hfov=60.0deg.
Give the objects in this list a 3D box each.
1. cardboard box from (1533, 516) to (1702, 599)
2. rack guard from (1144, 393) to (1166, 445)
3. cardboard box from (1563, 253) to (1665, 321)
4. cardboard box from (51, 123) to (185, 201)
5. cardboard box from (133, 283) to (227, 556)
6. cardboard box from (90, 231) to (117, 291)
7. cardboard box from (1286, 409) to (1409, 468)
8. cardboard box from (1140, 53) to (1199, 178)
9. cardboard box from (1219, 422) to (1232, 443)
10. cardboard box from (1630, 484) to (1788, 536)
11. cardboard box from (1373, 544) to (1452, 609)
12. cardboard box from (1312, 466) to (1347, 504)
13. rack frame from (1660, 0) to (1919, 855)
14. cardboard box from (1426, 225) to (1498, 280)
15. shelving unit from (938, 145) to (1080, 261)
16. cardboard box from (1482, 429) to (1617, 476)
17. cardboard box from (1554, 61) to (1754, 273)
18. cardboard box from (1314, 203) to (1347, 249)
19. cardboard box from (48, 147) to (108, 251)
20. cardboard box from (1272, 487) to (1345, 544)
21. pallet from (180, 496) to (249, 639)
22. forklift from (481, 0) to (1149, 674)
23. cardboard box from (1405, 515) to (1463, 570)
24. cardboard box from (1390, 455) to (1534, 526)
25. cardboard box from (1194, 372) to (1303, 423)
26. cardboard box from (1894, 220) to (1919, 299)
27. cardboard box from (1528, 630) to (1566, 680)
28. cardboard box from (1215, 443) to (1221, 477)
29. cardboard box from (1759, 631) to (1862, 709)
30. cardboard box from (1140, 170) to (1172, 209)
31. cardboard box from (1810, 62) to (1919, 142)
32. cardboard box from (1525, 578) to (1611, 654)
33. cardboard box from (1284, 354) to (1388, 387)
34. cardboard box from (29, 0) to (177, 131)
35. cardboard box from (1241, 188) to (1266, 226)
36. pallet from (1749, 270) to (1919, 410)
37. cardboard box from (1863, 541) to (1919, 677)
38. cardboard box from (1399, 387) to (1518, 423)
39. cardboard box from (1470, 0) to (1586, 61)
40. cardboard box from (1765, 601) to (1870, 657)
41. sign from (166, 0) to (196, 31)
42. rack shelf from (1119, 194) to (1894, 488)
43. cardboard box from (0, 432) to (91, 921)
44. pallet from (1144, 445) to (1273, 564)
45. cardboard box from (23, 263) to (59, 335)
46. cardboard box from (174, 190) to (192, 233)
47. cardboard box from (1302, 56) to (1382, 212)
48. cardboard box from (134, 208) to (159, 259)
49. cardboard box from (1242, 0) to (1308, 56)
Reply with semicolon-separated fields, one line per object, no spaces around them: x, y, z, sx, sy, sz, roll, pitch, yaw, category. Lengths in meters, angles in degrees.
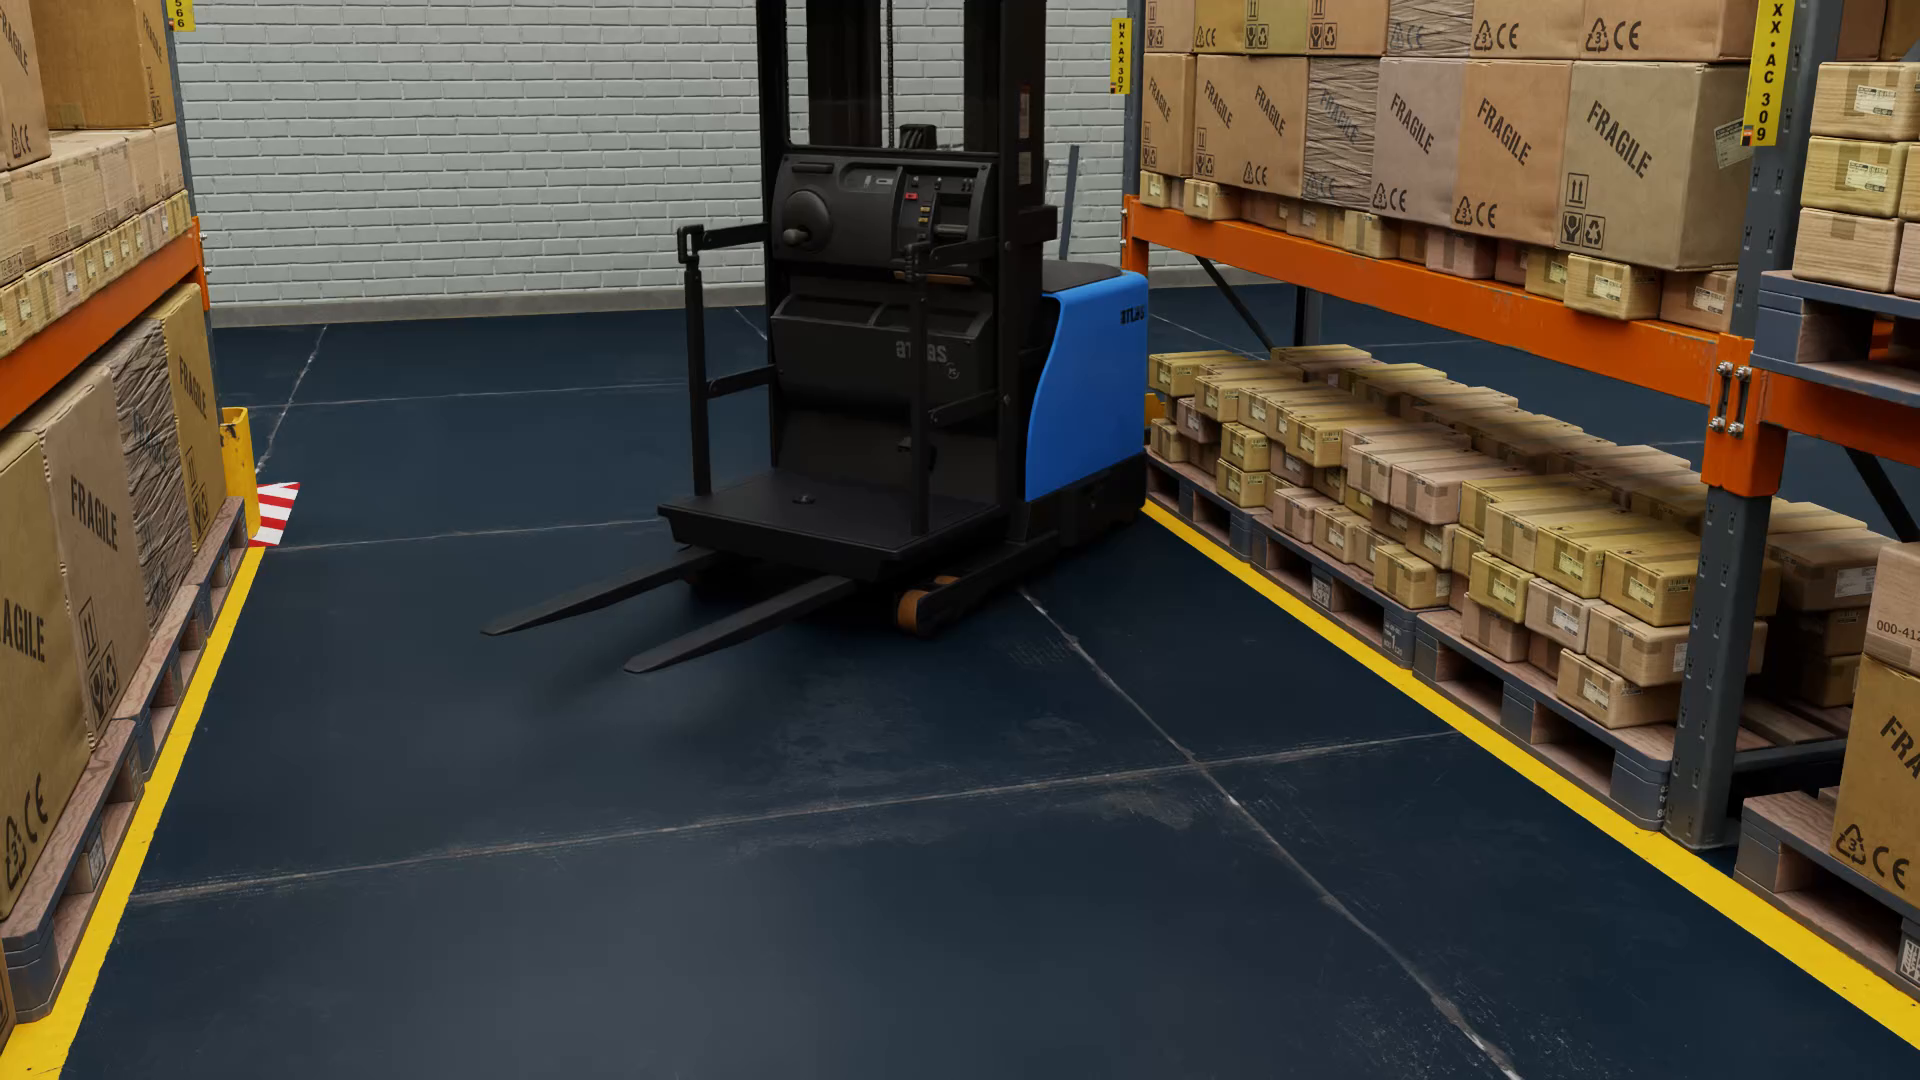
1.887;0.047;4.772;0.380;0.149;0.250;-4;17;-15;cardboard box
1.265;-0.575;7.996;1.175;0.500;0.348;-5;17;-15;rack guard
1.864;-0.689;4.469;0.380;0.149;0.250;-5;17;-17;cardboard box
-3.164;-1.386;6.097;0.500;0.250;0.500;-5;17;-16;cardboard box
-3.300;-0.442;6.171;0.875;0.875;0.875;-5;17;-15;cardboard box
-2.718;-0.813;4.882;0.380;0.149;0.250;-4;17;-14;cardboard box
1.442;-0.379;6.192;0.380;0.149;0.250;-4;17;-14;cardboard box
1.102;-1.837;7.164;0.500;0.500;0.500;-4;17;-13;cardboard box
1.315;-0.465;6.995;0.380;0.149;0.250;-4;17;-15;cardboard box
2.313;-0.066;5.149;0.380;0.149;0.250;-5;17;-16;cardboard box
1.624;0.110;5.598;0.380;0.149;0.250;-5;17;-15;cardboard box
1.560;-0.248;6.272;0.380;0.149;0.250;-4;17;-12;cardboard box
2.344;-0.686;4.023;1.000;3.000;0.127;-5;17;-15;rack frame
1.698;-0.914;5.217;0.380;0.149;0.250;-5;18;-18;cardboard box
0.184;-1.149;8.097;0.538;1.500;1.048;8;18;10;shelving unit
2.073;-0.282;5.868;0.380;0.149;0.250;-5;18;-18;cardboard box
1.939;-0.988;4.337;0.500;0.500;0.500;-5;17;-15;cardboard box
1.496;-1.130;5.935;0.380;0.149;0.250;-4;17;-13;cardboard box
-2.738;-0.961;4.682;0.500;0.250;0.500;-5;17;-15;cardboard box
1.417;-0.106;6.317;0.380;0.149;0.250;-6;18;-18;cardboard box
-3.257;0.122;6.180;1.003;0.211;1.213;-5;17;-15;pallet
-0.412;-1.219;5.916;1.130;2.935;3.031;10;20;31;forklift
1.711;-0.019;5.511;0.380;0.149;0.250;-4;17;-14;cardboard box
1.652;-0.166;5.483;0.380;0.149;0.250;-6;18;-18;cardboard box
1.199;-0.595;6.911;0.380;0.149;0.250;-5;17;-15;cardboard box
2.091;-0.546;3.262;0.380;0.149;0.250;-4;17;-14;cardboard box
1.917;0.318;4.906;0.380;0.149;0.250;-4;17;-14;cardboard box
1.306;-0.324;7.043;0.380;0.149;0.250;-5;17;-15;cardboard box
2.552;0.352;4.793;0.380;0.149;0.250;-5;18;-18;cardboard box
1.018;-1.557;7.358;0.380;0.149;0.250;-5;17;-16;cardboard box
2.010;-0.907;3.430;0.380;0.149;0.250;-4;17;-12;cardboard box
1.865;0.199;4.783;0.380;0.149;0.250;-6;18;-18;cardboard box
1.647;-0.713;7.304;0.380;0.149;0.250;-4;17;-14;cardboard box
-3.166;-1.745;5.986;0.500;0.500;0.500;-4;17;-15;cardboard box
1.353;-1.350;6.670;0.380;0.149;0.250;-4;17;-13;cardboard box
2.414;-0.372;3.309;1.003;0.211;1.213;-5;17;-15;pallet
2.293;0.176;3.465;0.500;0.250;0.500;-5;18;-18;cardboard box
1.978;-0.505;6.611;0.380;0.149;0.250;-4;17;-13;cardboard box
1.807;-1.607;4.659;0.500;0.500;0.500;-5;18;-17;cardboard box
2.552;0.210;4.748;0.380;0.149;0.250;-4;17;-13;cardboard box
-3.027;-2.136;6.424;0.100;0.325;0.005;-5;17;-15;sign
1.794;-0.895;5.969;1.077;0.370;4.000;-5;17;-15;rack shelf
-2.558;0.305;3.685;0.875;0.875;0.875;-5;17;-15;cardboard box
1.454;-0.209;7.281;1.003;0.211;1.213;-5;17;-15;pallet
-2.504;-0.599;4.169;0.380;0.149;0.250;-5;17;-16;cardboard box
-3.138;-1.236;6.289;0.380;0.149;0.250;-4;17;-14;cardboard box
1.542;-1.414;5.755;0.500;0.500;0.500;-5;17;-17;cardboard box
-2.929;-1.025;5.588;0.380;0.149;0.250;-4;17;-14;cardboard box
1.379;-2.032;6.075;0.500;0.500;0.500;-5;17;-16;cardboard box
